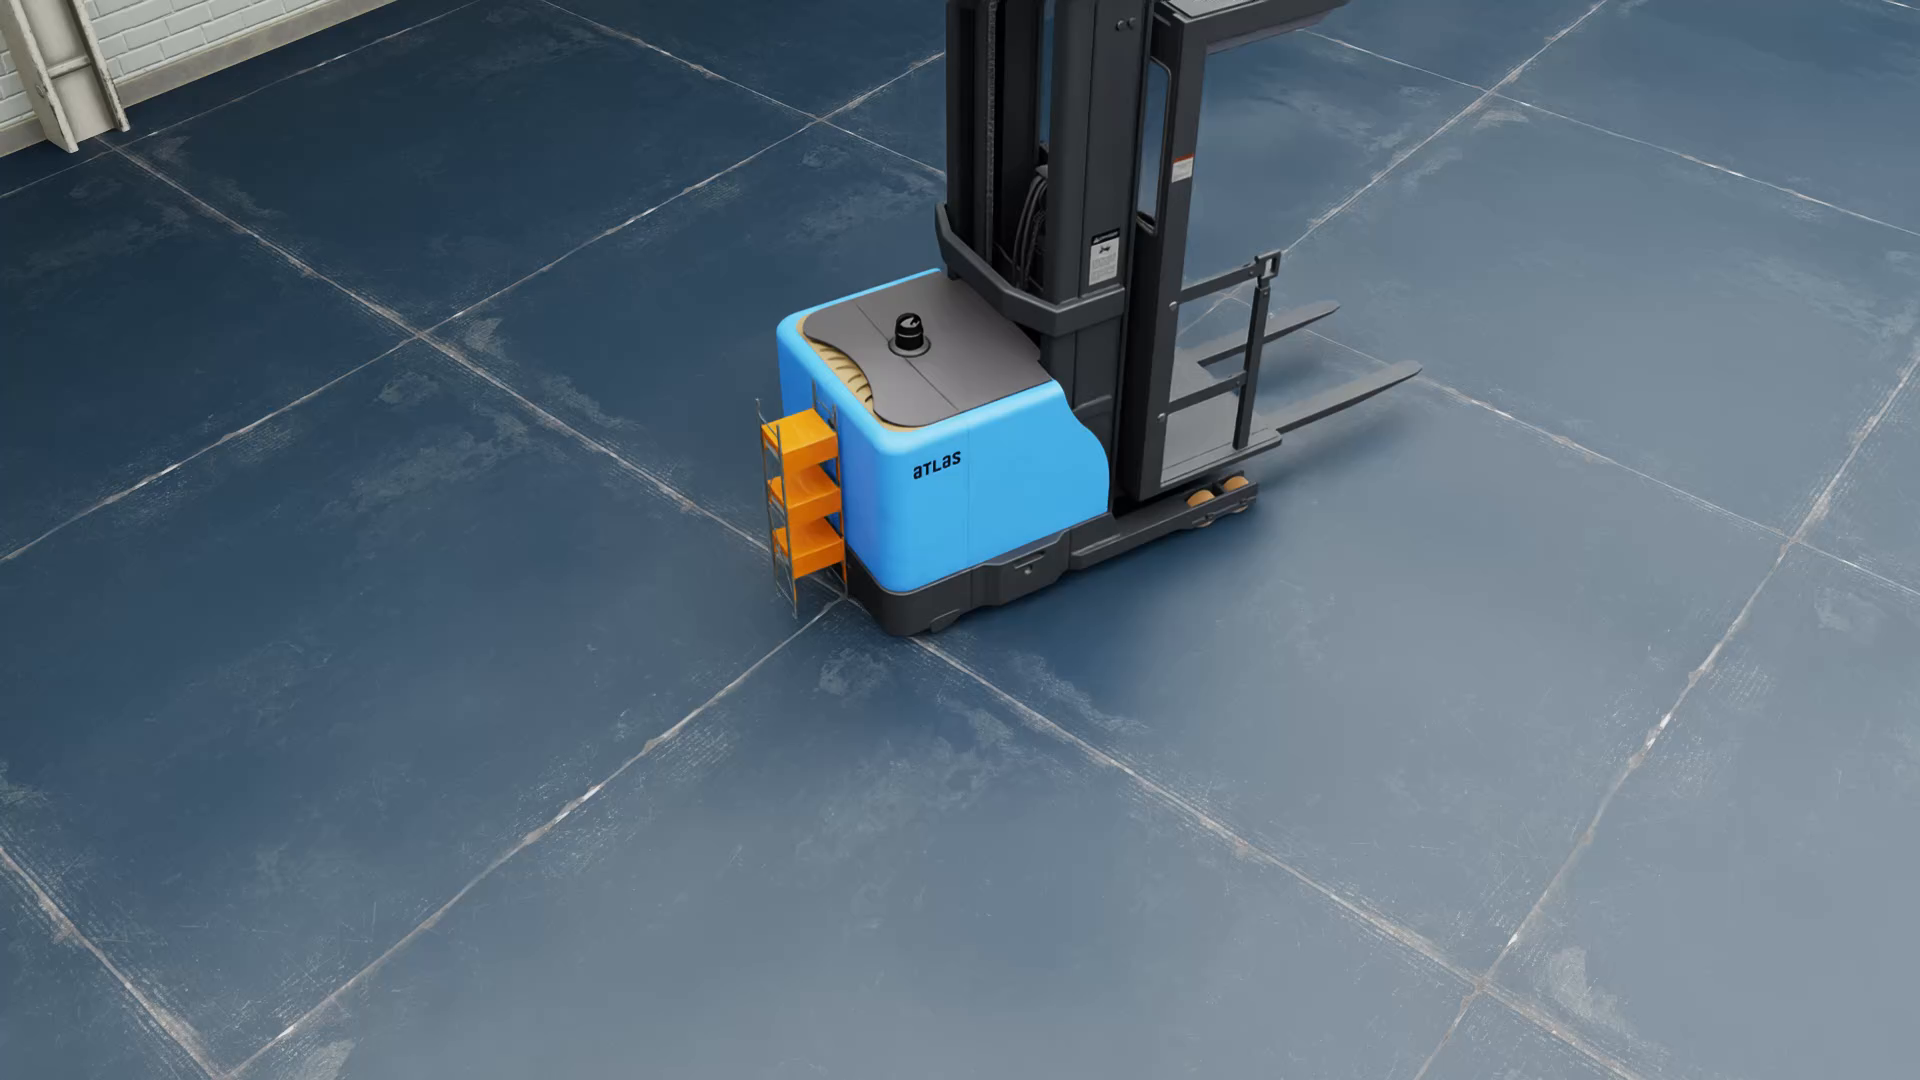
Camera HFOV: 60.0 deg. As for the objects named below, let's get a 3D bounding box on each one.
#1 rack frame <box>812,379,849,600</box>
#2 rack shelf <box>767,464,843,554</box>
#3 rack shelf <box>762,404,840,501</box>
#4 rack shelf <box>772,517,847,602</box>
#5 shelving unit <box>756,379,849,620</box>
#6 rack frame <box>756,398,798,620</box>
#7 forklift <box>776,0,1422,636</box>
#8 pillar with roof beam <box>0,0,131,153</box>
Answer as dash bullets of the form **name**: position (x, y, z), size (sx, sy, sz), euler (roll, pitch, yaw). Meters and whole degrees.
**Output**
- **rack frame**: position (-0.533, -0.189, 6.860), size (0.008, 1.050, 0.200), euler (-22, 47, -22)
- **rack shelf**: position (-0.638, -0.140, 6.821), size (0.240, 0.259, 0.215), euler (-22, 47, -22)
- **rack shelf**: position (-0.638, -0.350, 6.630), size (0.240, 0.259, 0.215), euler (-22, 47, -22)
- **rack shelf**: position (-0.638, 0.066, 7.008), size (0.240, 0.259, 0.215), euler (-22, 47, -22)
- **shelving unit**: position (-0.638, -0.148, 6.814), size (0.252, 1.050, 0.215), euler (-22, 47, -22)
- **rack frame**: position (-0.743, -0.106, 6.768), size (0.008, 1.050, 0.200), euler (-22, 47, -22)
- **forklift**: position (0.760, -1.427, 6.823), size (3.031, 2.935, 1.130), euler (-22, 47, -22)
- **pillar with roof beam**: position (-2.040, -3.957, 5.095), size (9.100, 9.000, 0.400), euler (29, 50, 28)
